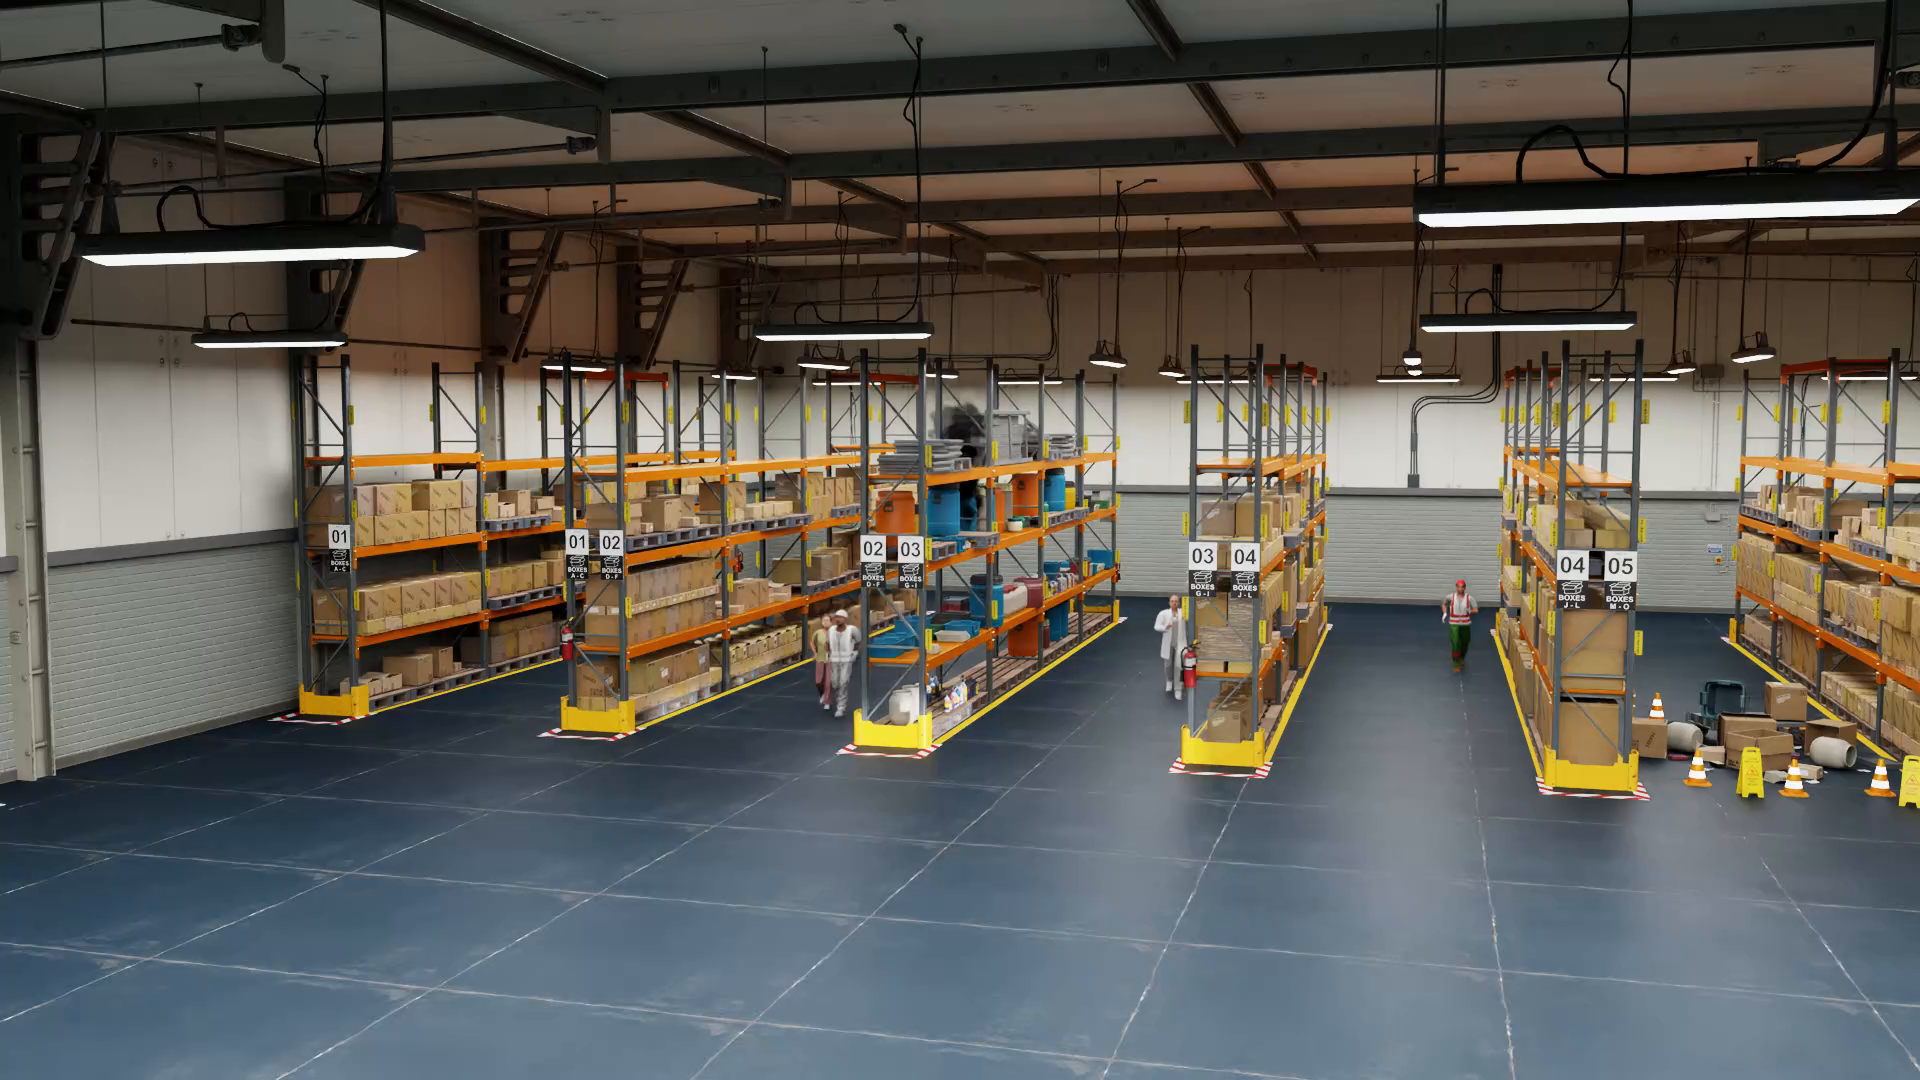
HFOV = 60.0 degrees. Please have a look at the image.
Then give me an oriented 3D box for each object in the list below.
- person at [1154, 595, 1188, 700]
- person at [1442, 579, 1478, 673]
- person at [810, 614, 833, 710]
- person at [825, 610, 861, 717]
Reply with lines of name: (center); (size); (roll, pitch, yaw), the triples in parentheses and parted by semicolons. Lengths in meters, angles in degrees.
person: (3.813, 1.977, 29.587); (0.704, 1.585, 1.036); (1, 4, 10)
person: (9.734, 1.651, 32.377); (0.662, 1.773, 1.002); (1, 4, 12)
person: (-2.270, 2.068, 28.275); (0.576, 1.622, 0.557); (0, 4, 1)
person: (-1.945, 2.044, 27.909); (0.685, 1.766, 0.777); (1, 4, 14)
